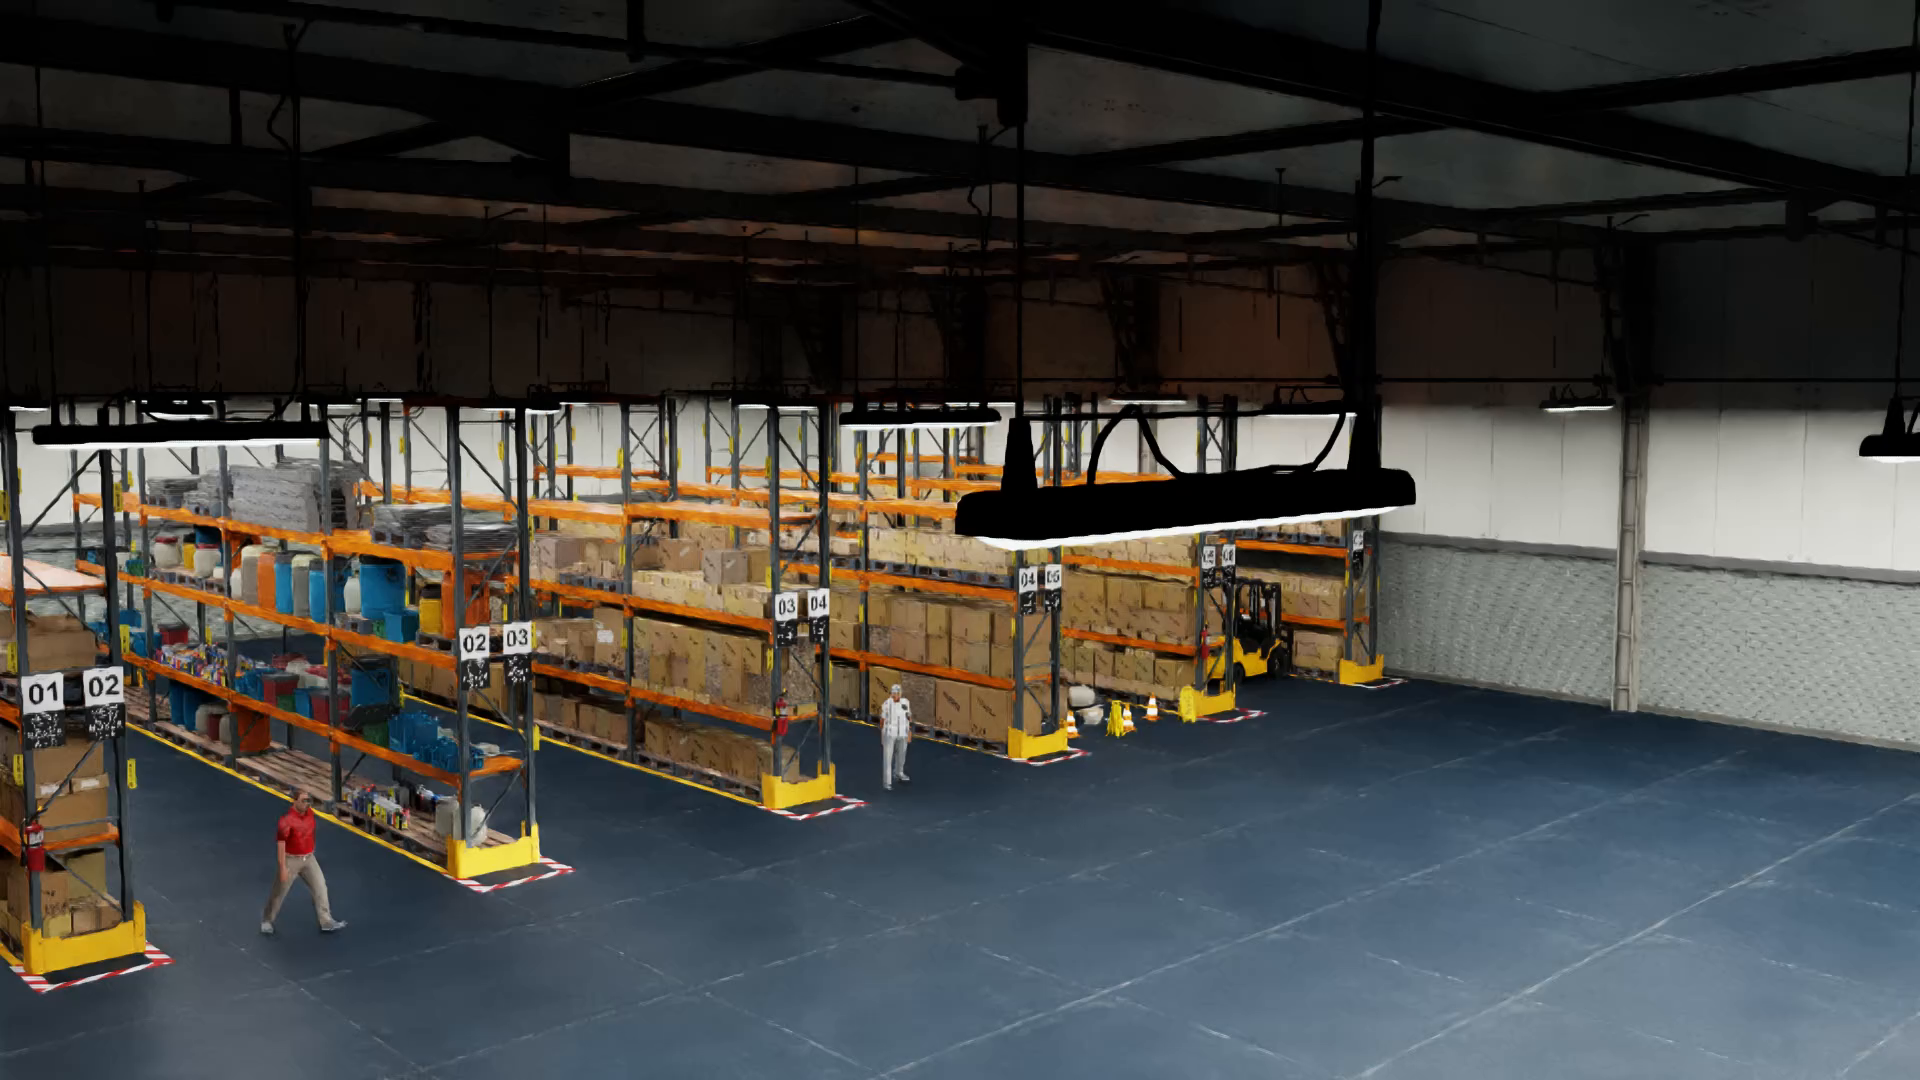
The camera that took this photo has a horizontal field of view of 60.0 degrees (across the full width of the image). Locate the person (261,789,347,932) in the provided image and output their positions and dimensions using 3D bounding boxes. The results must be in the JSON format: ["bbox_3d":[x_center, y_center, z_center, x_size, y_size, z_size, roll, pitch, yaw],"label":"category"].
[{"bbox_3d":[-7.569,3.664,19.011,0.975,1.679,0.586,2,6,24],"label":"person"}]

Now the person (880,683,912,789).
[{"bbox_3d":[-0.992,3.019,25.821,0.597,1.616,0.892,-2,6,-18],"label":"person"}]
